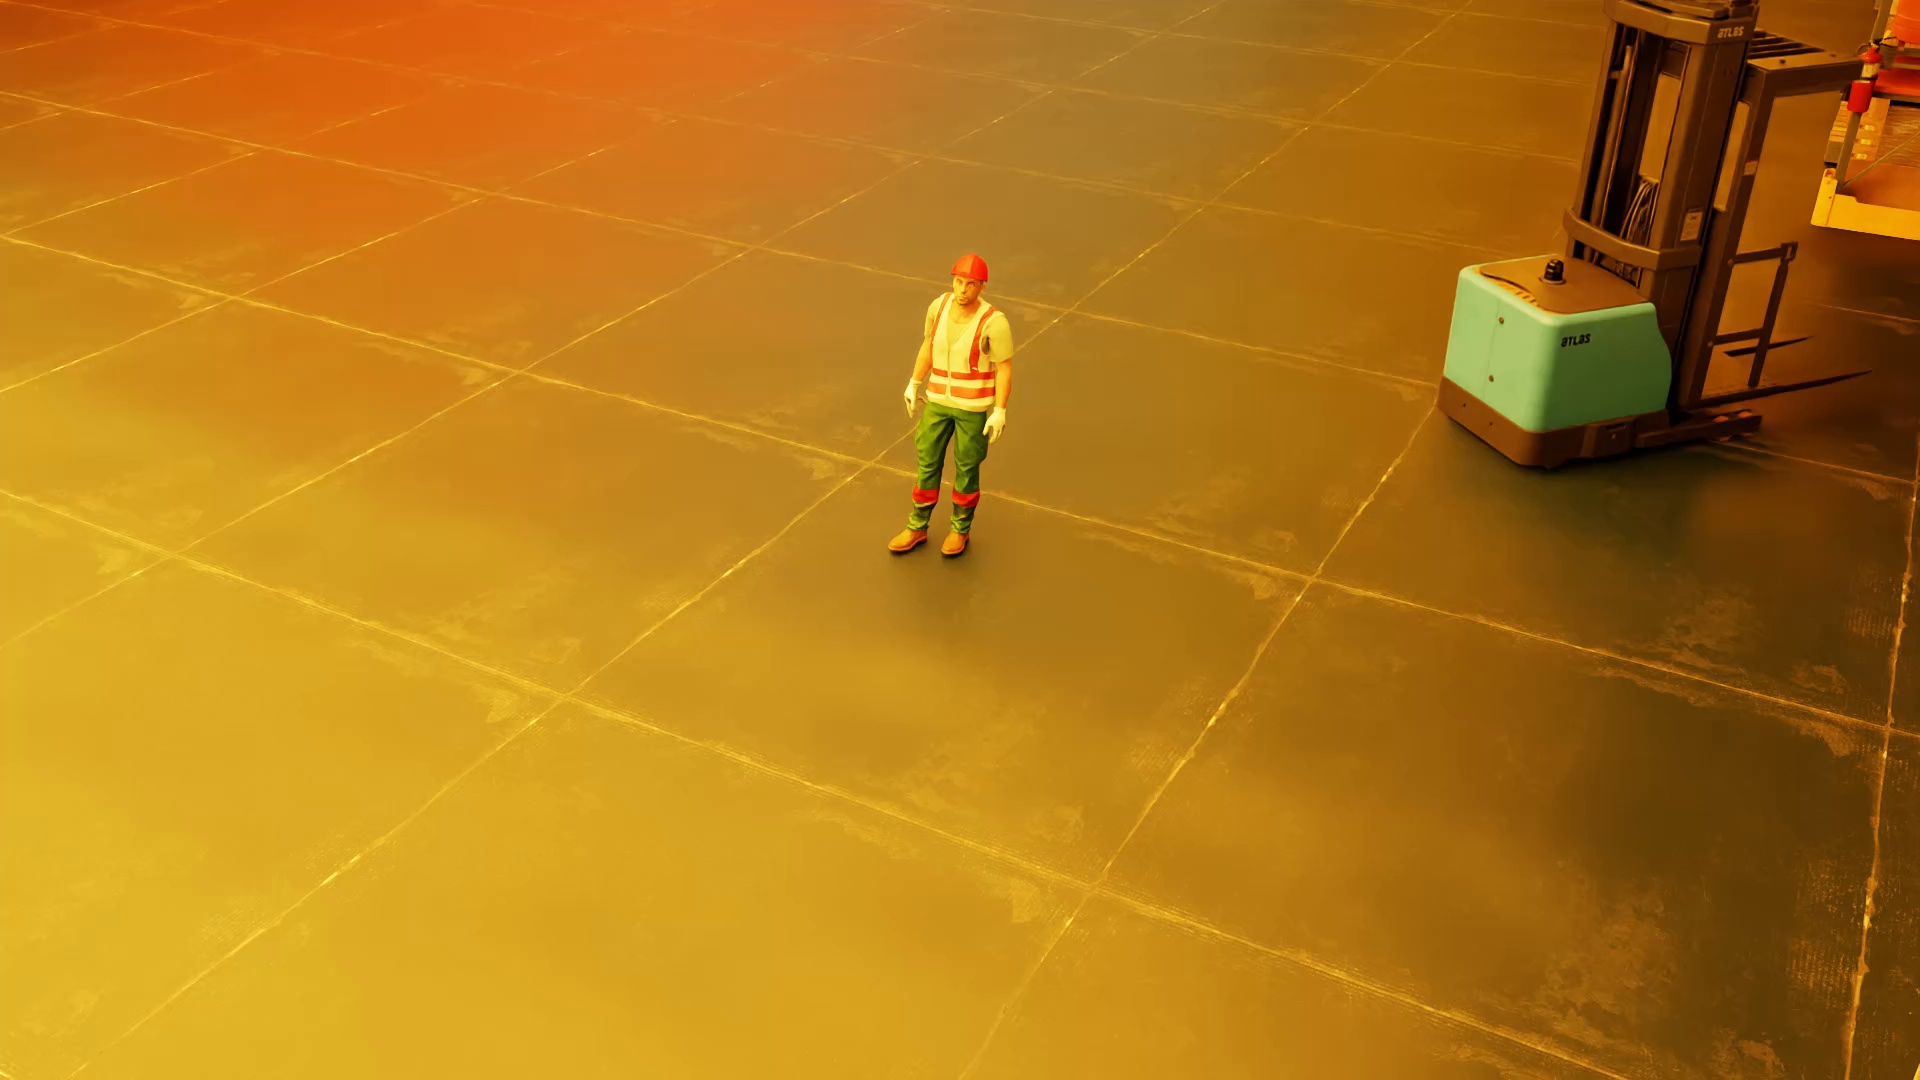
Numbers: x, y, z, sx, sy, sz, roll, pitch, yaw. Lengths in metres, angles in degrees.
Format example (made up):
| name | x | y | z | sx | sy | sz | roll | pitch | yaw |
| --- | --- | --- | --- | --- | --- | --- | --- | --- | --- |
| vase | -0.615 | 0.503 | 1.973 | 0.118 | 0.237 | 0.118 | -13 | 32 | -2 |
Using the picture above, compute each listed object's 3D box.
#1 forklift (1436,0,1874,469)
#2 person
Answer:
| name | x | y | z | sx | sy | sz | roll | pitch | yaw |
| --- | --- | --- | --- | --- | --- | --- | --- | --- | --- |
| forklift | 4.855 | -2.170 | 10.831 | 3.031 | 2.935 | 1.130 | -10 | 32 | -17 |
| person | -0.050 | -0.749 | 9.496 | 0.637 | 1.790 | 0.562 | 15 | 33 | 25 |
